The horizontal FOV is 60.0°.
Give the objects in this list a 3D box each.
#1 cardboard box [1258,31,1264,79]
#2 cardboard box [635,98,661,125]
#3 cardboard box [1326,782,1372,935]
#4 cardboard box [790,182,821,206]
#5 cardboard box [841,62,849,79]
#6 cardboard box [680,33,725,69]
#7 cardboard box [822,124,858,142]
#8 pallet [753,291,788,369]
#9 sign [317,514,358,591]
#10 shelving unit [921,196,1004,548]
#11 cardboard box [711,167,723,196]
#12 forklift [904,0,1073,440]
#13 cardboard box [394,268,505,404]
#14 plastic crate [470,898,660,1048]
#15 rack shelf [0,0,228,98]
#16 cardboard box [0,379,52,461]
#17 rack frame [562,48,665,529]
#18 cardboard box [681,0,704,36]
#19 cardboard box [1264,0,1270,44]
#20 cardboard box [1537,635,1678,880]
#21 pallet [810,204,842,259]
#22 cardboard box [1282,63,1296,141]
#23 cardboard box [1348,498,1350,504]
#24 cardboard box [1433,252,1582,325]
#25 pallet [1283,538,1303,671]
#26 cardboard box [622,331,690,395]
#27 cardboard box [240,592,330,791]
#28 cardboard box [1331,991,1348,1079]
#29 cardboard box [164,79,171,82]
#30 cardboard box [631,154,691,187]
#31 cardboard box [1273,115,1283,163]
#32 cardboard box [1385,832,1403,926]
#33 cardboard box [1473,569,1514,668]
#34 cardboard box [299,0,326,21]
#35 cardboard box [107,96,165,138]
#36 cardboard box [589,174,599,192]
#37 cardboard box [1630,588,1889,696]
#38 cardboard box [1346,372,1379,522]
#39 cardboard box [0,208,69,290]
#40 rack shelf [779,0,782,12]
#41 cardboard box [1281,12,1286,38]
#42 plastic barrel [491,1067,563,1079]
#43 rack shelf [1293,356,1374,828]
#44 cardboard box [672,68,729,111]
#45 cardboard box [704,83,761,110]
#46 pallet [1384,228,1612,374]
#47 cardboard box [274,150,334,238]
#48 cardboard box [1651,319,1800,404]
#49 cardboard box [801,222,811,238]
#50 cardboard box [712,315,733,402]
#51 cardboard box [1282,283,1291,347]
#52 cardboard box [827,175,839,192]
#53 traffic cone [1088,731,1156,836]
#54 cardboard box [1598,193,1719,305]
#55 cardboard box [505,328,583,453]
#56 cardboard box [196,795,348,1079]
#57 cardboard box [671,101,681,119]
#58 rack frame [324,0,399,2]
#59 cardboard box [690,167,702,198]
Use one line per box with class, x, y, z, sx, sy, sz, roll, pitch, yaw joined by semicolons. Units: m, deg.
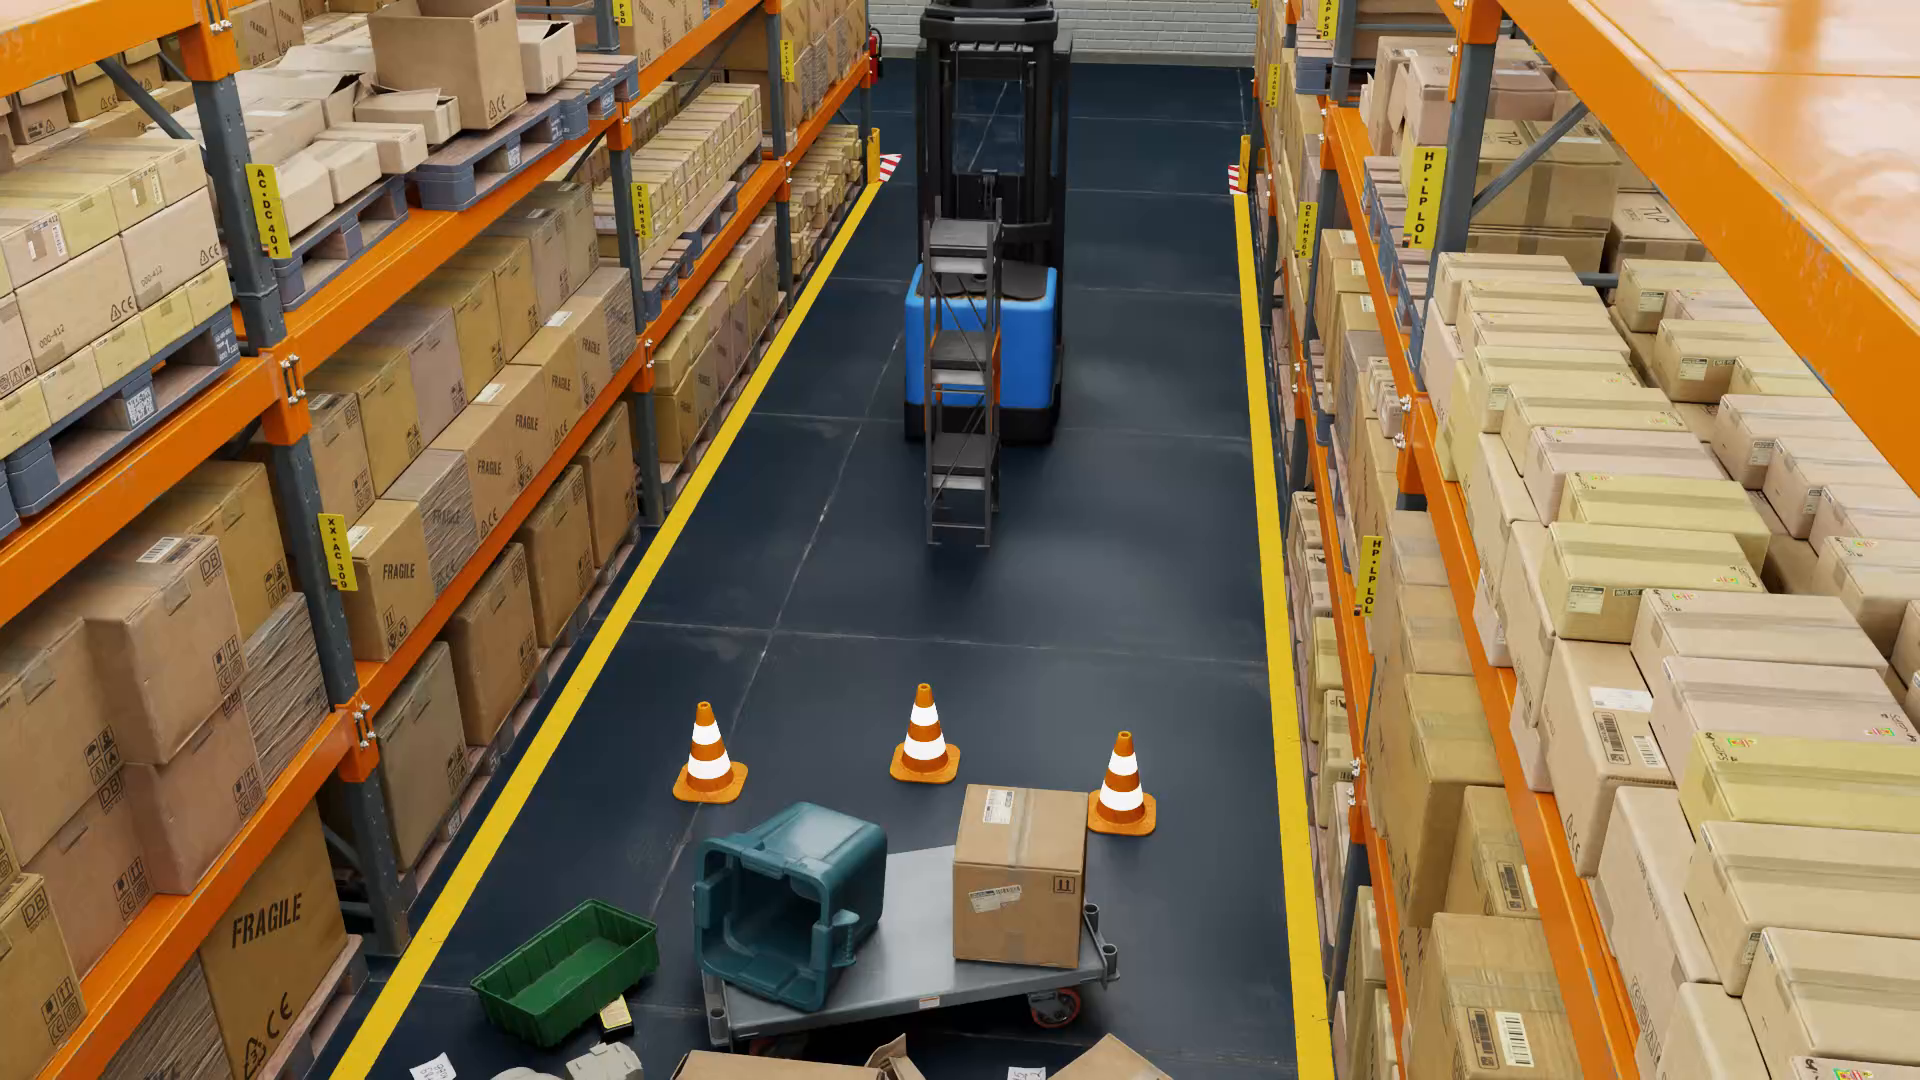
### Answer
cardboard box;3.111;-4.571;15.758;0.500;0.500;0.500;3;28;5
cardboard box;-2.493;-3.258;12.623;0.380;0.149;0.250;4;29;7
cardboard box;2.081;1.398;7.113;0.950;0.372;0.625;4;29;7
cardboard box;-1.482;-3.162;15.185;0.380;0.149;0.250;4;29;7
cardboard box;-1.287;-4.580;16.146;0.380;0.149;0.250;4;29;8
cardboard box;-2.136;-4.185;13.675;0.500;0.500;0.500;2;28;4
cardboard box;-1.249;-4.144;17.007;0.380;0.149;0.250;4;29;7
pallet;-2.020;-1.739;13.547;1.003;0.211;1.213;3;28;6
sign;-2.355;0.048;6.294;0.100;0.325;0.005;3;28;6
shelving unit;0.020;-1.002;10.189;0.431;2.100;0.503;3;28;6
cardboard box;-1.934;-2.595;12.019;0.380;0.149;0.250;5;29;8
forklift;0.252;-2.659;12.388;1.130;2.935;3.031;2;28;4
cardboard box;-2.664;-1.003;8.082;0.700;0.500;0.500;3;28;6
plastic crate;-1.627;1.803;6.936;0.450;0.188;0.662;9;28;37
rack shelf;-3.151;-0.774;3.671;1.077;0.370;4.000;3;28;6
cardboard box;-2.757;-0.338;4.561;0.380;0.149;0.250;4;29;7
rack frame;-2.416;-1.450;10.071;1.000;3.000;0.127;3;28;6
cardboard box;-1.971;-3.540;10.681;0.500;0.500;0.500;3;28;6
cardboard box;3.036;-4.764;15.063;0.500;0.500;0.500;3;28;6
cardboard box;1.446;0.432;3.259;0.500;0.250;0.500;4;29;8
pallet;-1.732;-3.000;15.887;1.003;0.211;1.213;3;28;6
cardboard box;2.625;-3.146;12.059;0.500;0.500;0.500;3;28;6
cardboard box;1.948;-0.139;7.460;0.380;0.149;0.250;3;28;6
cardboard box;1.657;-0.759;5.050;0.380;0.149;0.250;3;28;5
pallet;2.412;0.385;9.604;1.003;0.211;1.213;3;28;6
cardboard box;-2.091;-1.175;10.963;0.500;0.250;0.500;2;28;4
cardboard box;-2.939;0.541;6.217;0.875;0.550;0.550;3;28;6
cardboard box;1.679;1.960;6.197;0.500;0.250;0.500;2;28;4
cardboard box;-7.042;-3.957;14.569;0.500;0.250;0.500;3;28;5
cardboard box;-2.038;-2.487;11.190;0.380;0.149;0.250;5;29;9
cardboard box;2.666;-3.056;12.684;0.500;0.250;0.500;3;28;5
cardboard box;1.650;0.926;5.241;0.500;0.500;0.500;3;28;6
cardboard box;1.493;0.197;4.116;0.380;0.149;0.250;3;28;5
cardboard box;-6.734;-5.501;16.645;0.500;0.500;0.500;3;28;5
cardboard box;-6.690;-3.244;13.296;0.500;0.500;0.500;4;29;8
cardboard box;-2.683;-2.399;11.341;0.380;0.149;0.250;3;28;6
cardboard box;1.538;0.225;3.223;0.380;0.149;0.250;3;28;5
cardboard box;1.977;-0.394;7.249;0.500;0.500;0.500;4;29;8
cardboard box;-2.728;-0.812;4.600;0.380;0.149;0.250;4;29;7
rack shelf;-1.681;-5.278;14.773;1.077;0.370;4.000;3;28;6
cardboard box;2.721;-4.026;13.009;0.380;0.149;0.250;3;28;5
plastic barrel;-1.522;2.190;6.031;0.421;0.421;0.512;-24;36;-37
rack shelf;2.264;0.048;8.049;1.077;0.370;4.000;3;28;6
cardboard box;-2.147;-3.752;13.925;0.500;0.500;0.500;3;28;6
cardboard box;-1.781;-3.469;13.013;0.380;0.149;0.250;5;29;9
pallet;2.201;-0.850;5.992;1.213;0.211;1.003;3;28;6
cardboard box;-2.584;-1.327;6.274;0.258;0.266;0.396;3;28;5
cardboard box;2.121;-0.482;4.536;0.380;0.149;0.250;4;29;7
cardboard box;-1.569;-2.783;15.109;0.380;0.149;0.250;3;28;5
cardboard box;-1.960;-1.331;12.044;0.500;0.500;0.500;3;28;5
cardboard box;3.003;-2.046;12.975;0.875;0.875;0.875;4;29;8
cardboard box;-1.379;-3.403;15.945;0.380;0.149;0.250;5;29;9
traffic cone;0.782;1.125;7.967;0.336;0.463;0.334;3;28;6
cardboard box;2.489;-1.018;5.822;0.500;0.250;0.500;3;28;5
cardboard box;-2.328;-0.797;8.753;0.500;0.500;0.500;3;28;5
cardboard box;-3.052;1.475;6.439;0.875;0.875;0.875;4;29;7
cardboard box;-2.430;-3.380;13.161;0.380;0.149;0.250;4;29;7
rack frame;-6.346;-5.552;17.684;1.000;3.000;0.127;3;28;6
cardboard box;-2.001;-2.478;11.487;0.380;0.149;0.250;3;28;6
